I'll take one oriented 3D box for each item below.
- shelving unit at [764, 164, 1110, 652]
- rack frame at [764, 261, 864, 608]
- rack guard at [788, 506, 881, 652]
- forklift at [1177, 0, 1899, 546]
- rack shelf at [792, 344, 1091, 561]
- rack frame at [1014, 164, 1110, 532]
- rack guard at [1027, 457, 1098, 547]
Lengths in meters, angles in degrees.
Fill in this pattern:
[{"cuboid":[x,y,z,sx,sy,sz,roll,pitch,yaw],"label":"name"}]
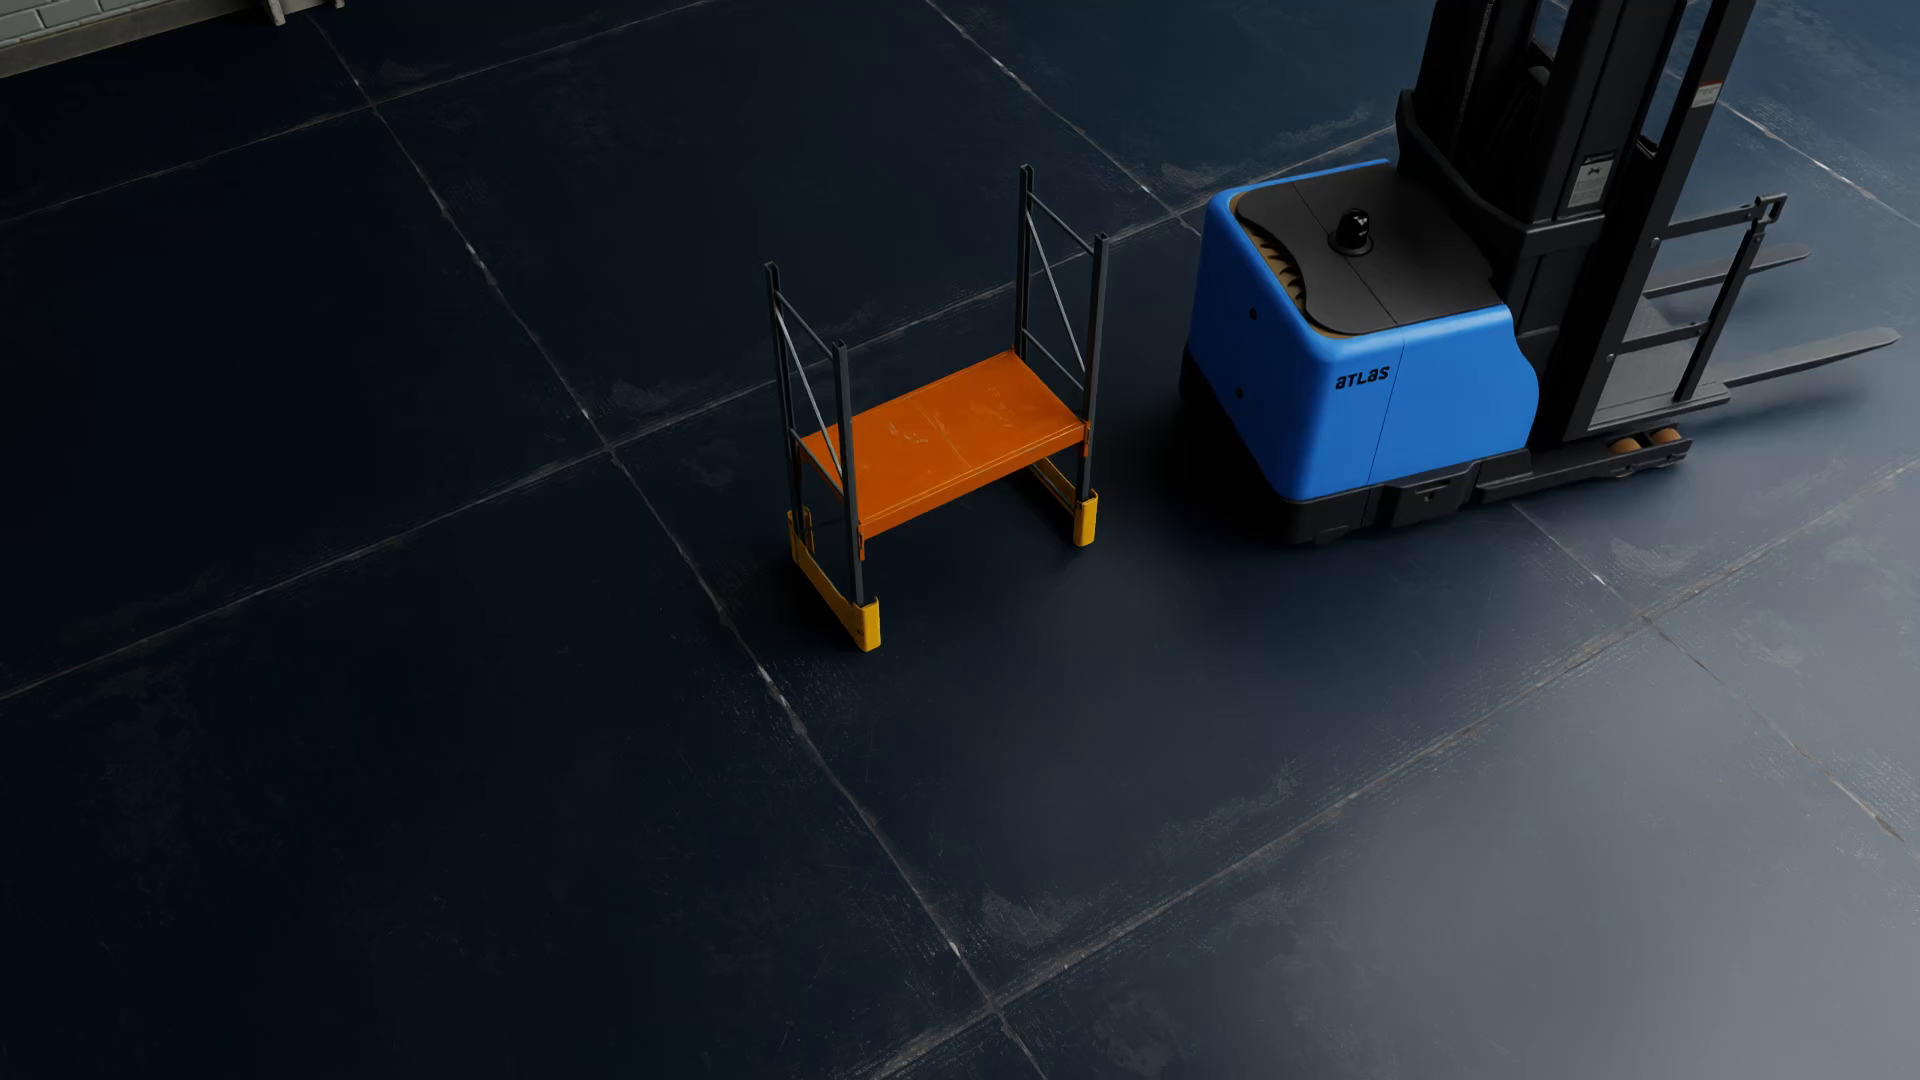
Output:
[{"cuboid":[-0.064,-0.468,6.108,1.083,1.500,0.587,-25,53,-21],"label":"shelving unit"},{"cuboid":[-0.502,-0.262,5.925,0.032,1.500,0.500,-25,53,-21],"label":"rack frame"},{"cuboid":[-0.486,0.146,6.398,0.087,0.250,0.587,-25,53,-21],"label":"rack guard"},{"cuboid":[2.512,-1.599,6.156,3.031,2.935,1.130,-13,50,-12],"label":"forklift"},{"cuboid":[-0.072,-0.345,6.239,1.000,0.185,0.538,-25,53,-21],"label":"rack shelf"},{"cuboid":[0.358,-0.667,6.285,0.032,1.500,0.500,-25,53,-21],"label":"rack frame"},{"cuboid":[0.357,-0.251,6.752,0.087,0.250,0.587,-25,53,-21],"label":"rack guard"}]
